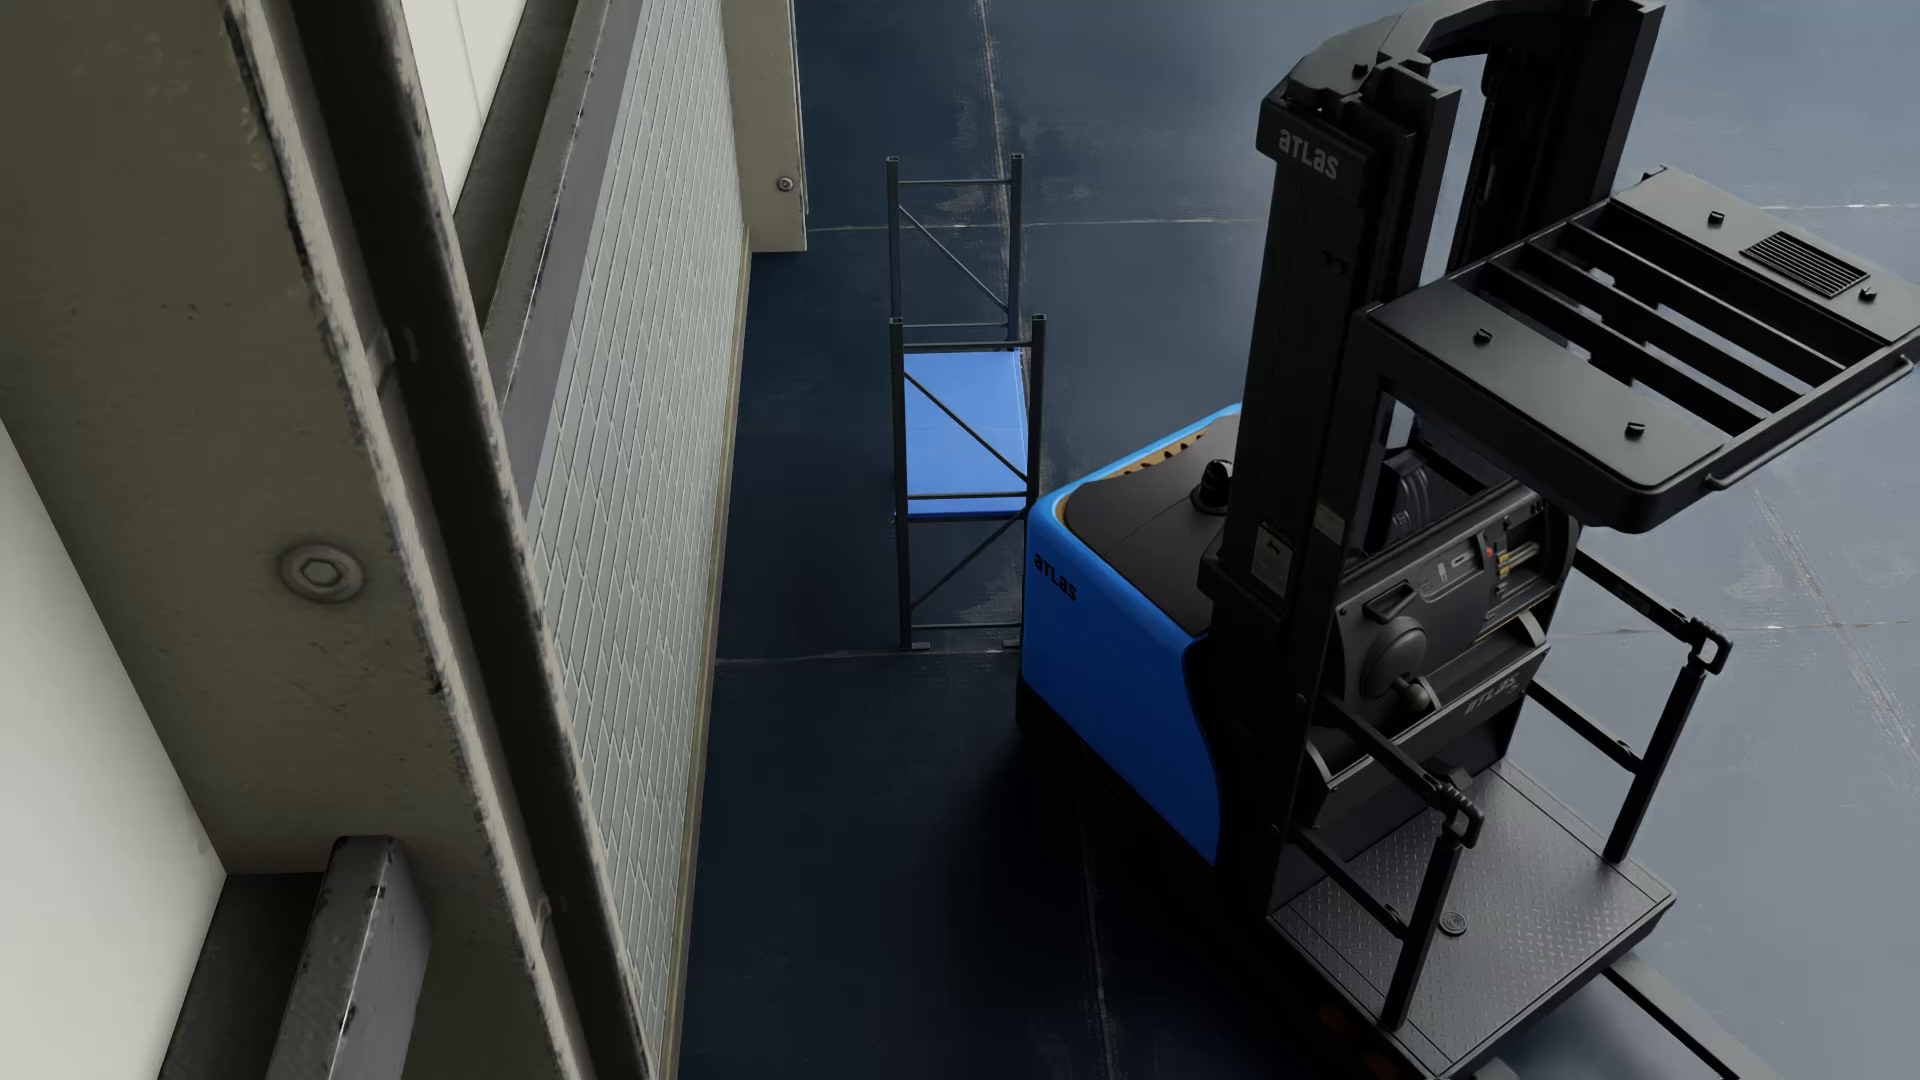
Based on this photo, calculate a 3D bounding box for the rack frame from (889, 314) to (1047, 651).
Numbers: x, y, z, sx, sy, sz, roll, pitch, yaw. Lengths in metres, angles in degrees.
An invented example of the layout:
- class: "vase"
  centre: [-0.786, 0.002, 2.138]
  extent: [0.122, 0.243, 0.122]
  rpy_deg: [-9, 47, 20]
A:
- class: "rack frame"
  centre: [0.025, -0.152, 5.806]
  extent: [0.500, 1.500, 0.032]
  rpy_deg: [-2, 43, -2]

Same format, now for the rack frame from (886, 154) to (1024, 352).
- class: "rack frame"
  centre: [-0.018, -0.838, 6.555]
  extent: [0.500, 1.500, 0.032]
  rpy_deg: [-2, 43, -2]

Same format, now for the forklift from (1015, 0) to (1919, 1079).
- class: "forklift"
  centre: [1.470, 0.213, 4.348]
  extent: [1.130, 2.935, 3.031]
  rpy_deg: [-26, 49, -26]

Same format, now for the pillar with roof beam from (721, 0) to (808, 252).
- class: "pillar with roof beam"
  centre: [3.368, -5.019, 5.566]
  extent: [9.100, 9.000, 0.400]
  rpy_deg: [-2, 43, -2]

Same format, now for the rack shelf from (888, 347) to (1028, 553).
- class: "rack shelf"
  centre: [0.004, -0.363, 6.302]
  extent: [0.538, 0.185, 1.000]
  rpy_deg: [-2, 43, -2]

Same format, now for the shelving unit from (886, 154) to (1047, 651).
- class: "shelving unit"
  centre: [0.004, -0.495, 6.180]
  extent: [0.538, 1.500, 1.048]
  rpy_deg: [-2, 43, -2]
